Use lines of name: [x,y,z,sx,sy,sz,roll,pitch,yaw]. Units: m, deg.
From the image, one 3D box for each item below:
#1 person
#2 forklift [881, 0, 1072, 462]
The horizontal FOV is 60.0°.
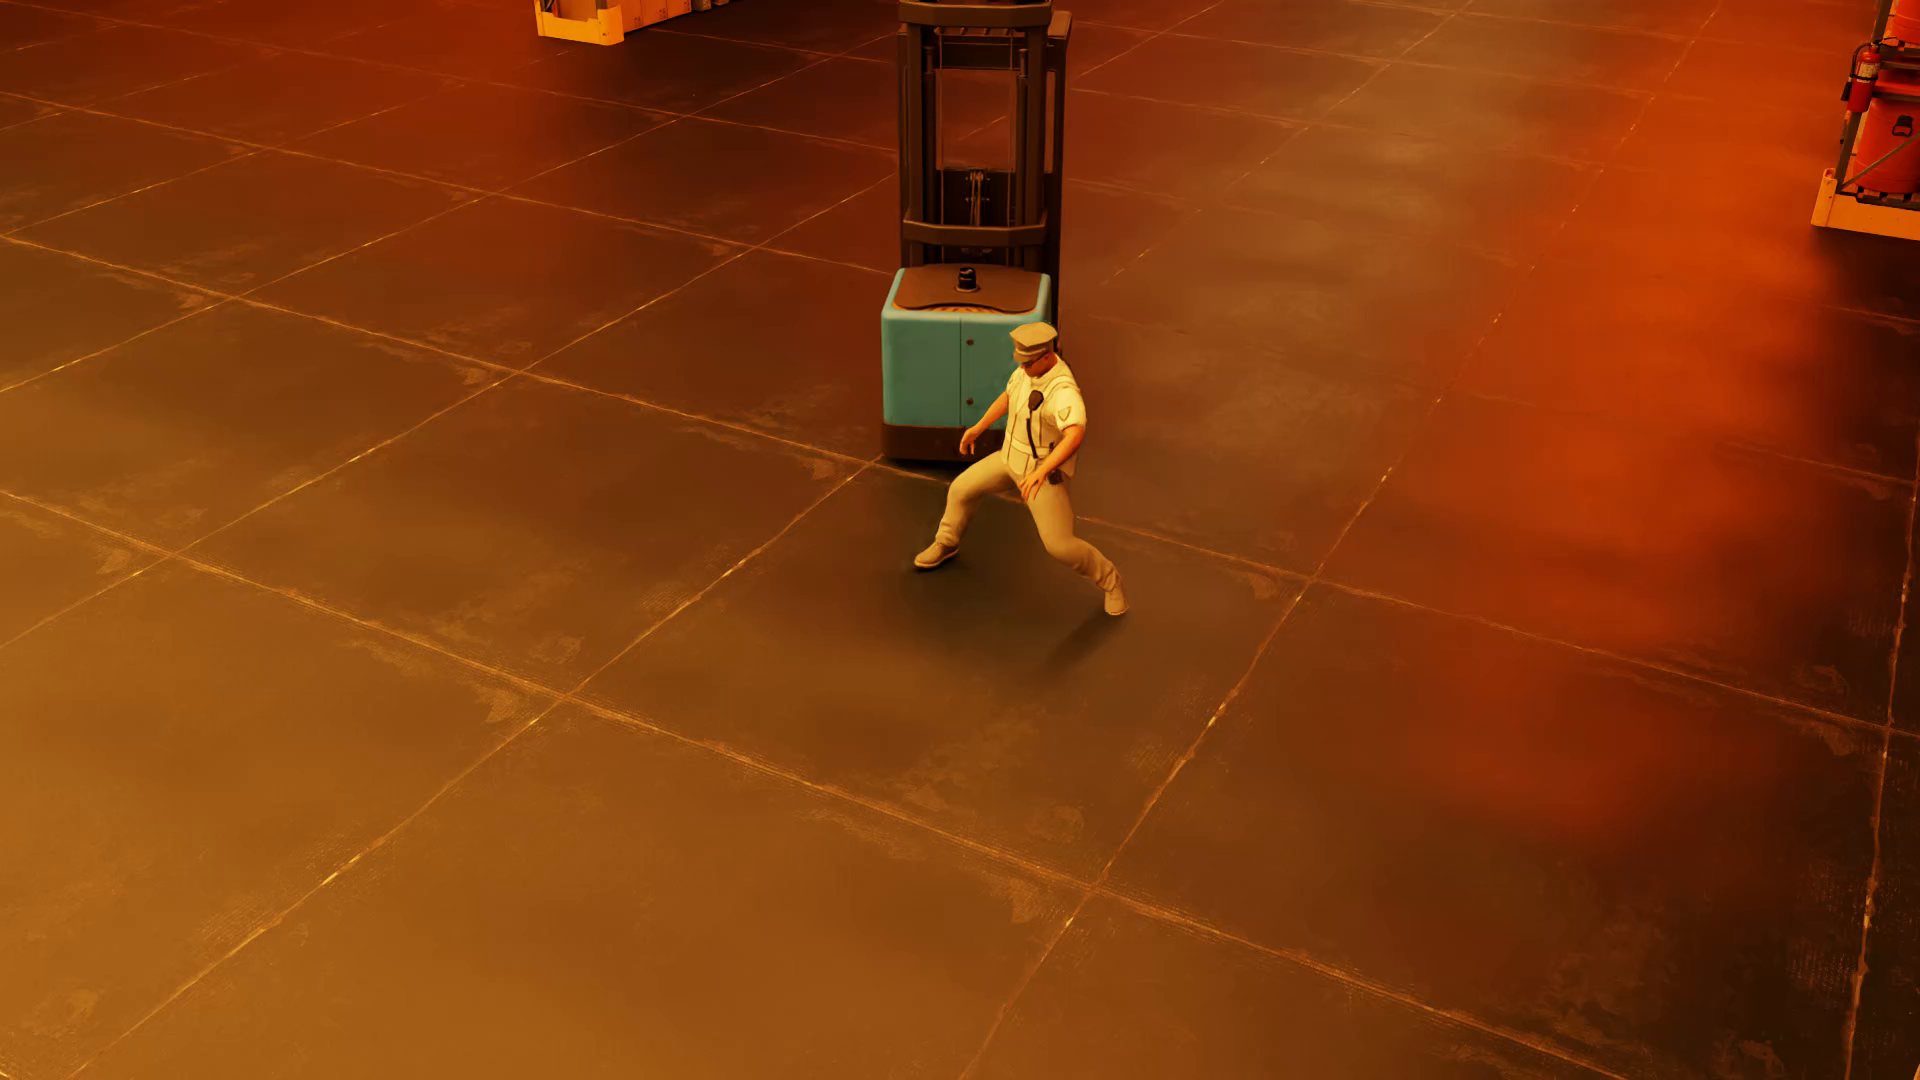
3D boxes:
person: [0.354,-0.404,9.183,0.967,1.601,1.066,-14,33,-23]
forklift: [0.165,-2.466,11.343,1.130,2.935,3.031,3,30,5]
